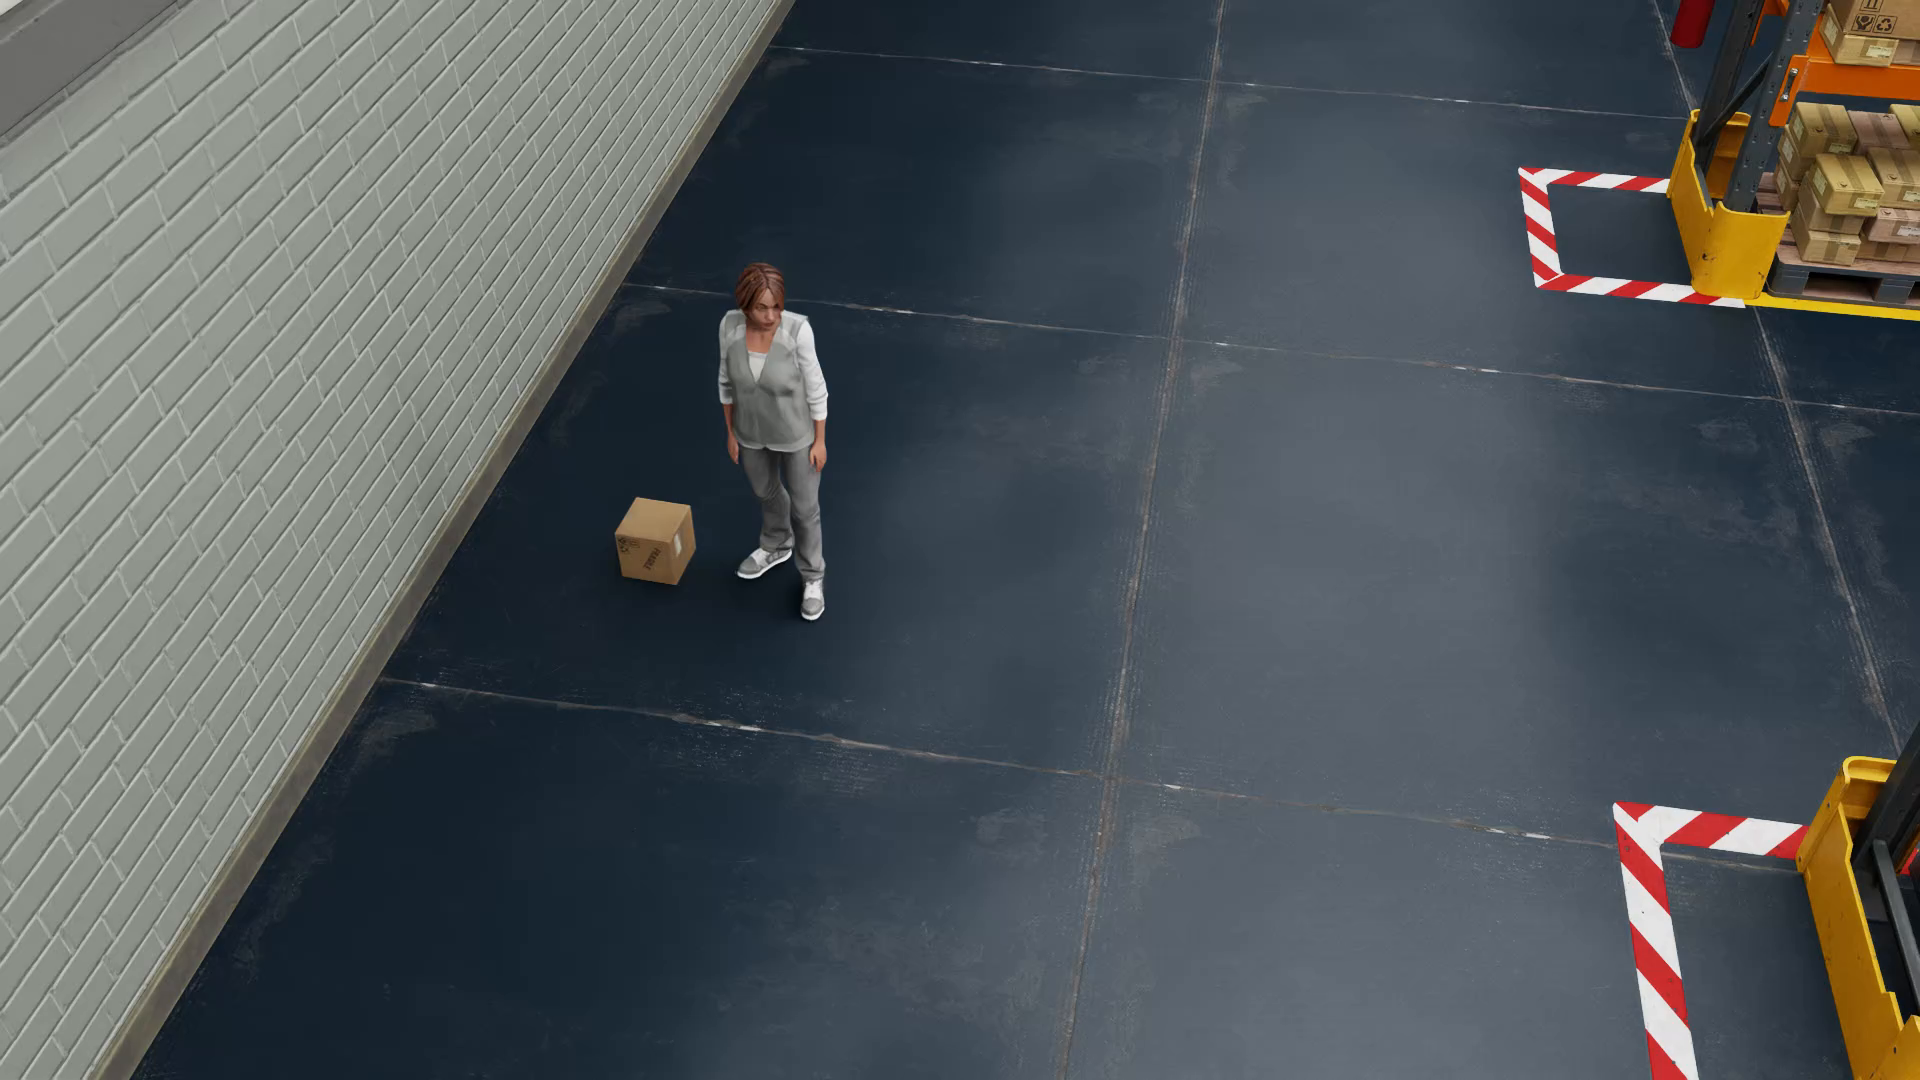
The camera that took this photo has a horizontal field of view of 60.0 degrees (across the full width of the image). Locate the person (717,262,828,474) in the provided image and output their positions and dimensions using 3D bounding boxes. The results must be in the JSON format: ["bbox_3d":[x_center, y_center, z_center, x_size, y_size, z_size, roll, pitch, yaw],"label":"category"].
[{"bbox_3d":[-0.731,-0.667,6.389,0.435,0.925,0.328,10,42,11],"label":"person"}]
